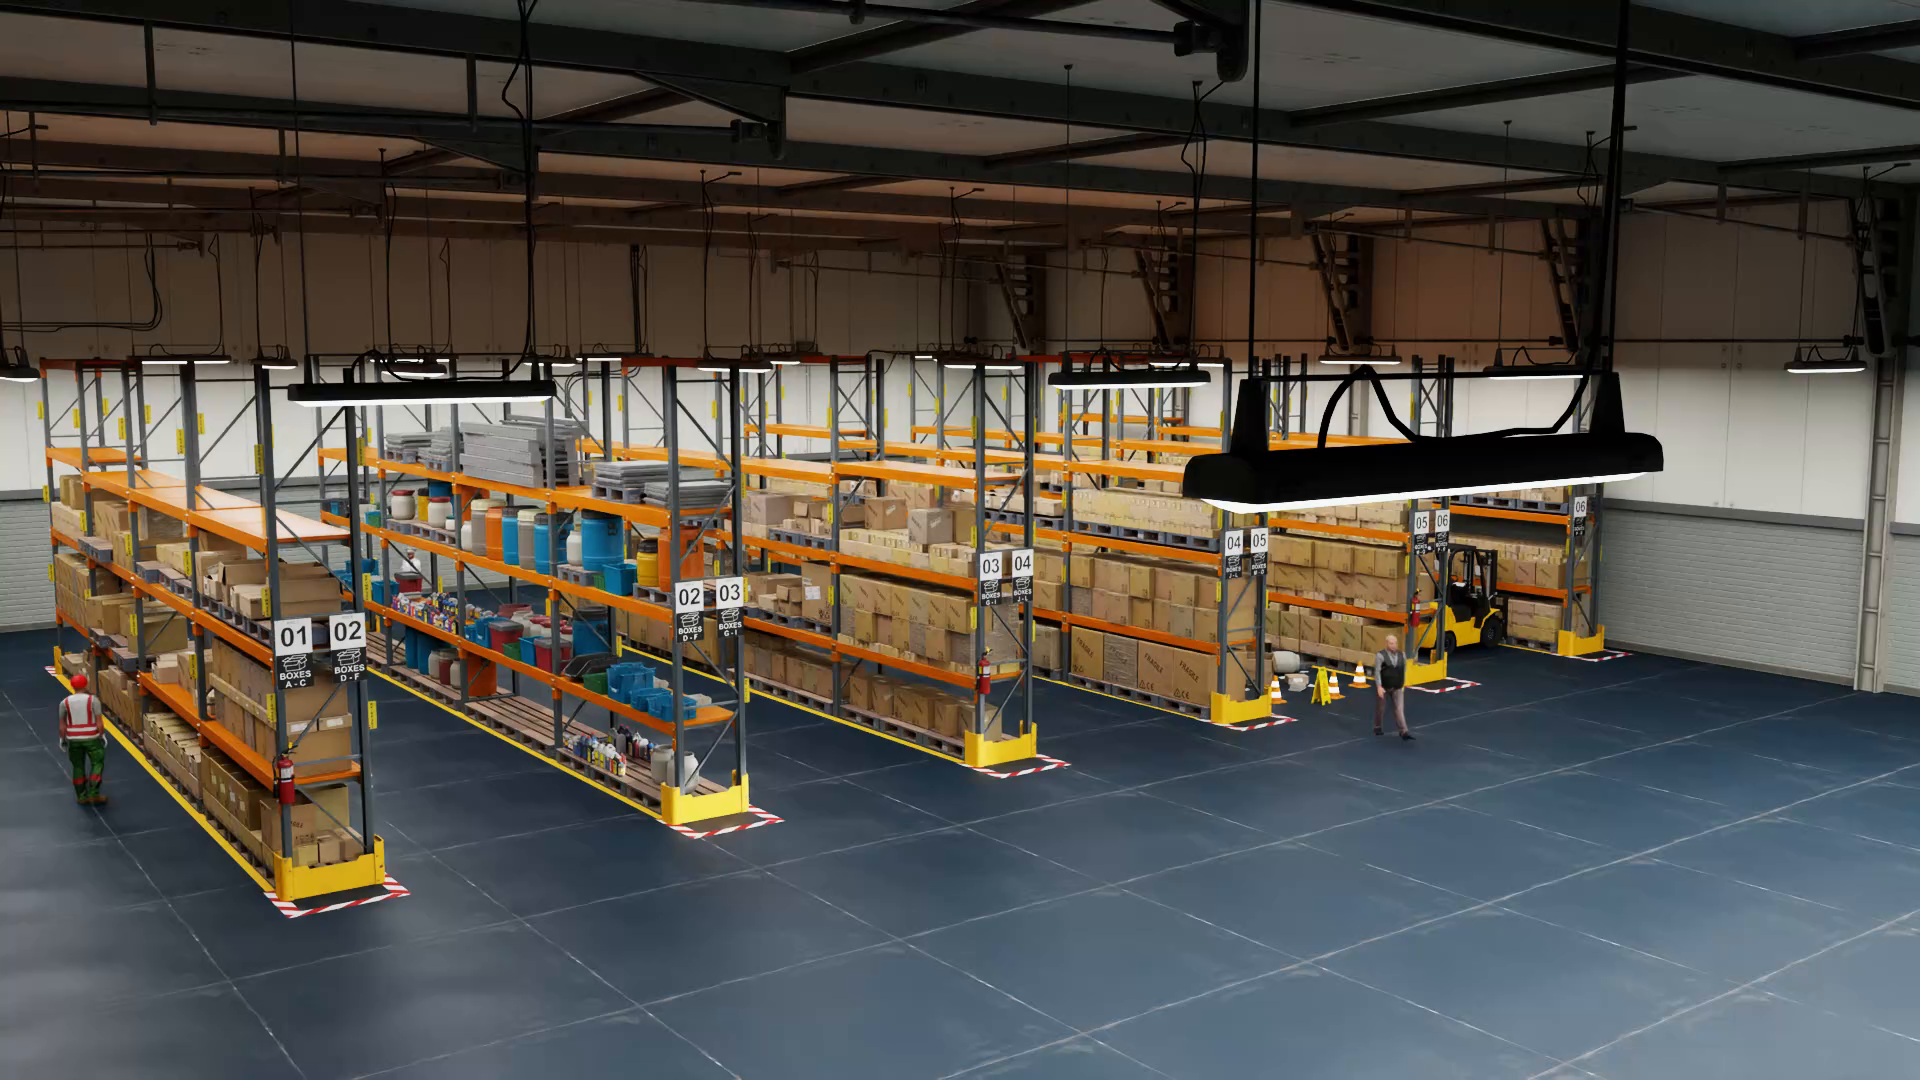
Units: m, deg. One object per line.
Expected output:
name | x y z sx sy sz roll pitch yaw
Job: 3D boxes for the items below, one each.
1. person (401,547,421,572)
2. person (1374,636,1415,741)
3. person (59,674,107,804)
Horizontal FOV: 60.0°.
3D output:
person | -12.386 0.984 37.556 0.454 1.678 0.562 3 7 22
person | 6.809 2.339 26.231 0.562 1.660 1.080 0 7 -2
person | -11.992 2.727 22.737 0.592 1.788 0.520 -2 7 -13
